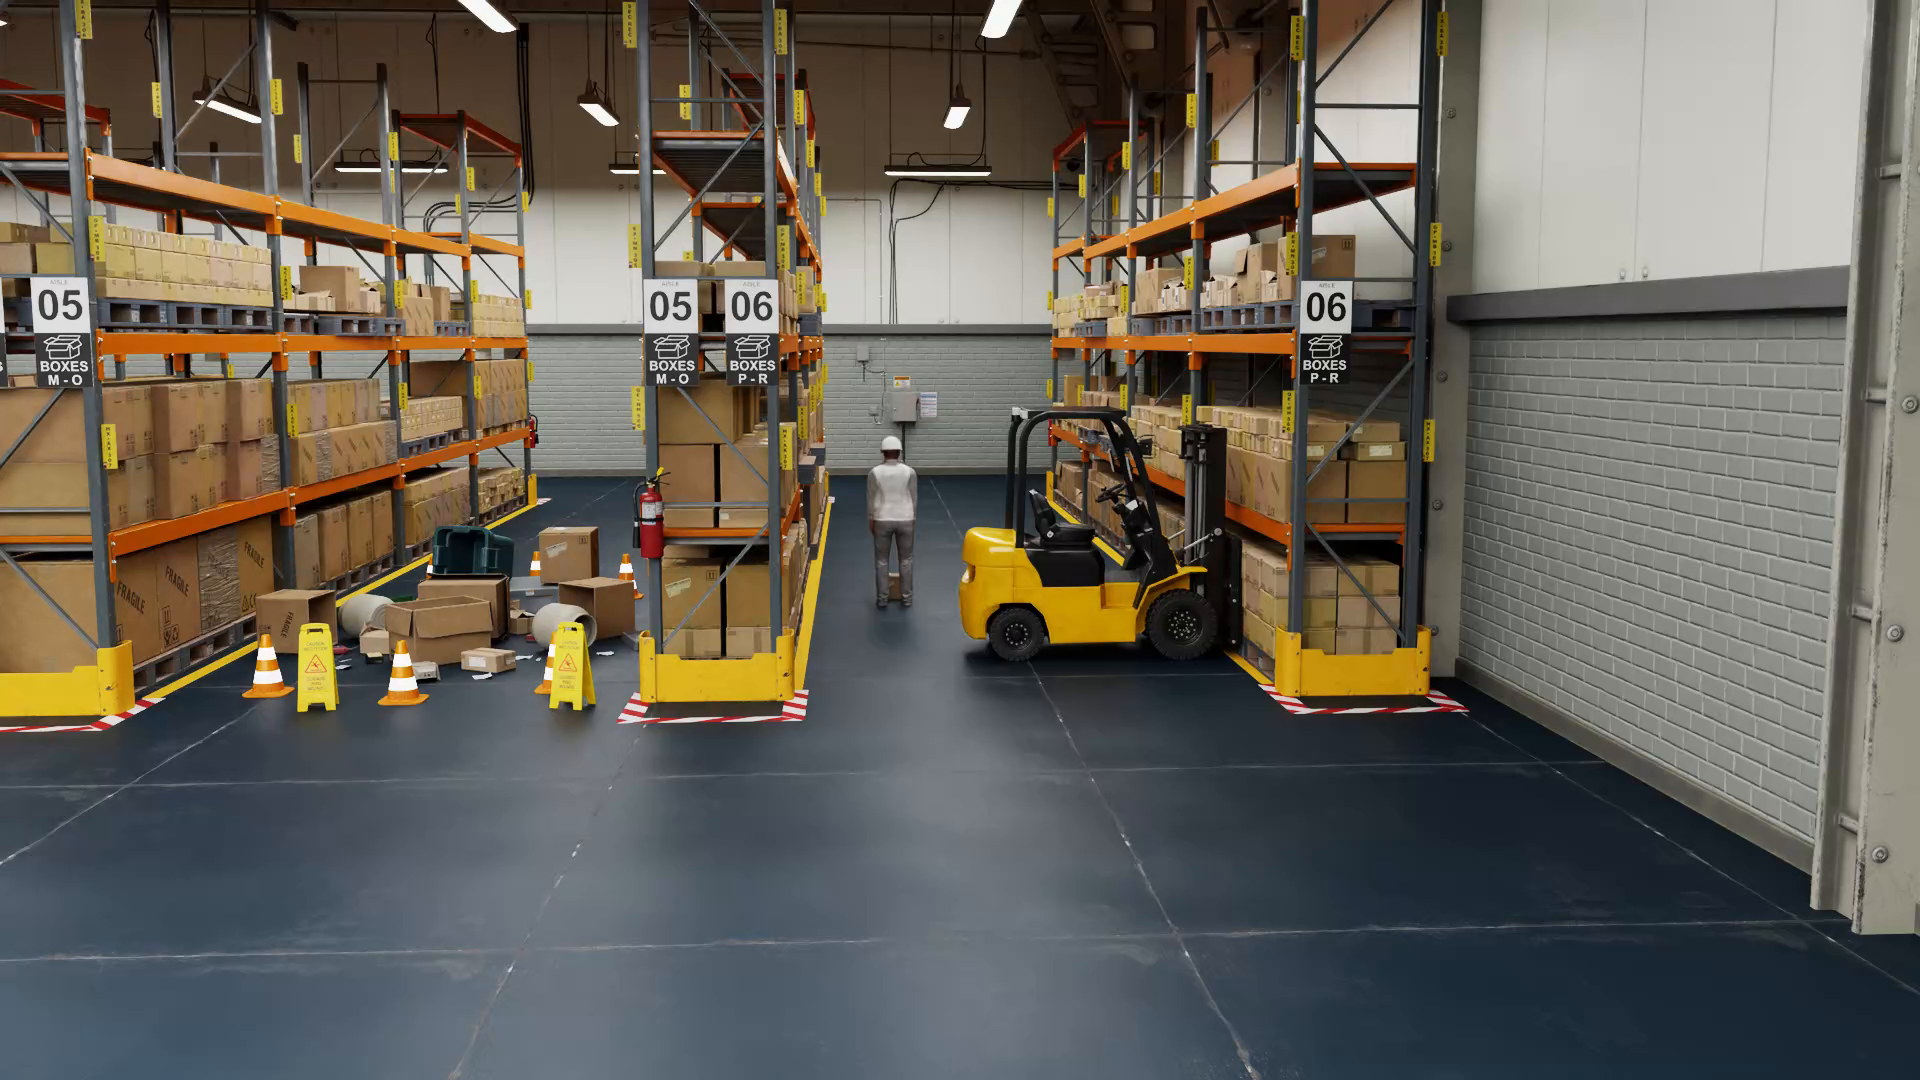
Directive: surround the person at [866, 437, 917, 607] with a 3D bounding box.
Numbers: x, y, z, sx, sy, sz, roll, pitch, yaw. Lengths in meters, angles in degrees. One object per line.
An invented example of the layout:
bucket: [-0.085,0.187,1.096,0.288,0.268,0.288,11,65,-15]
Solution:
person: [-0.711,-0.193,17.310,0.535,1.763,0.363,0,7,-3]
